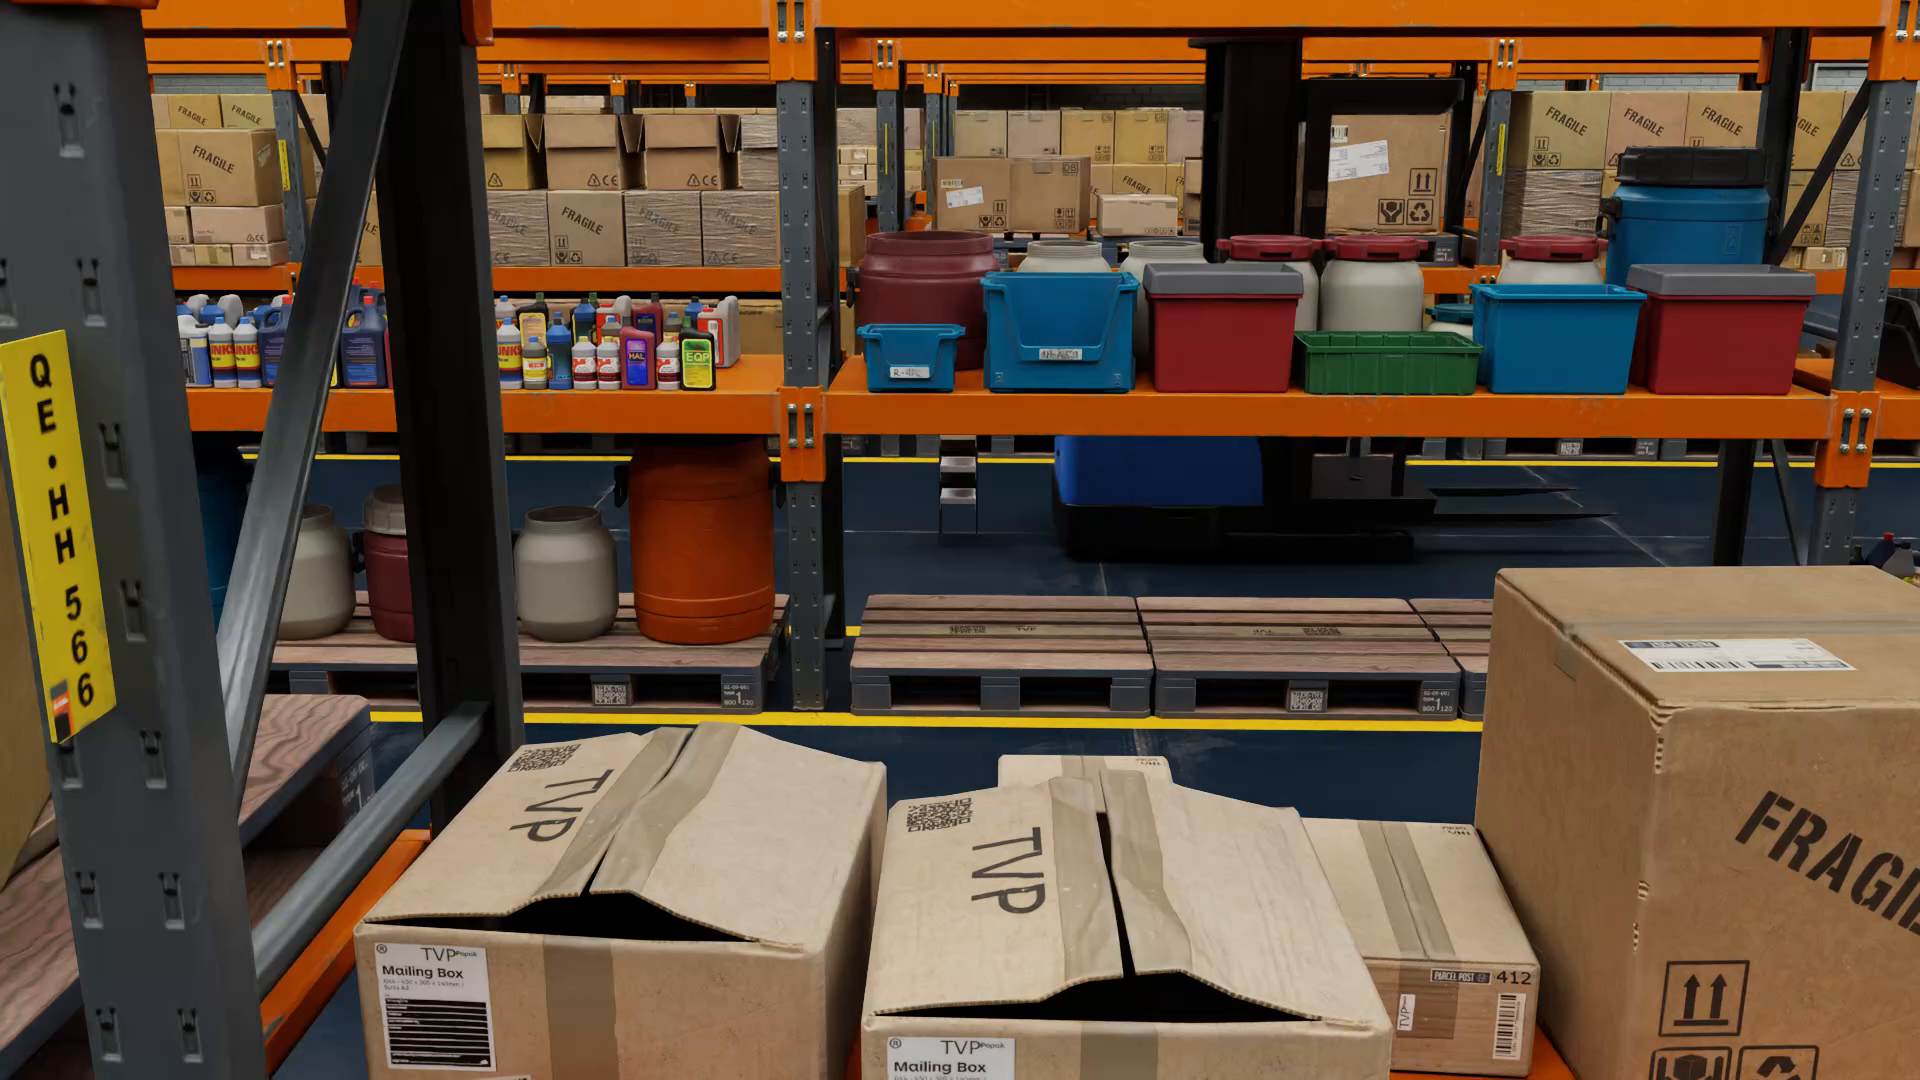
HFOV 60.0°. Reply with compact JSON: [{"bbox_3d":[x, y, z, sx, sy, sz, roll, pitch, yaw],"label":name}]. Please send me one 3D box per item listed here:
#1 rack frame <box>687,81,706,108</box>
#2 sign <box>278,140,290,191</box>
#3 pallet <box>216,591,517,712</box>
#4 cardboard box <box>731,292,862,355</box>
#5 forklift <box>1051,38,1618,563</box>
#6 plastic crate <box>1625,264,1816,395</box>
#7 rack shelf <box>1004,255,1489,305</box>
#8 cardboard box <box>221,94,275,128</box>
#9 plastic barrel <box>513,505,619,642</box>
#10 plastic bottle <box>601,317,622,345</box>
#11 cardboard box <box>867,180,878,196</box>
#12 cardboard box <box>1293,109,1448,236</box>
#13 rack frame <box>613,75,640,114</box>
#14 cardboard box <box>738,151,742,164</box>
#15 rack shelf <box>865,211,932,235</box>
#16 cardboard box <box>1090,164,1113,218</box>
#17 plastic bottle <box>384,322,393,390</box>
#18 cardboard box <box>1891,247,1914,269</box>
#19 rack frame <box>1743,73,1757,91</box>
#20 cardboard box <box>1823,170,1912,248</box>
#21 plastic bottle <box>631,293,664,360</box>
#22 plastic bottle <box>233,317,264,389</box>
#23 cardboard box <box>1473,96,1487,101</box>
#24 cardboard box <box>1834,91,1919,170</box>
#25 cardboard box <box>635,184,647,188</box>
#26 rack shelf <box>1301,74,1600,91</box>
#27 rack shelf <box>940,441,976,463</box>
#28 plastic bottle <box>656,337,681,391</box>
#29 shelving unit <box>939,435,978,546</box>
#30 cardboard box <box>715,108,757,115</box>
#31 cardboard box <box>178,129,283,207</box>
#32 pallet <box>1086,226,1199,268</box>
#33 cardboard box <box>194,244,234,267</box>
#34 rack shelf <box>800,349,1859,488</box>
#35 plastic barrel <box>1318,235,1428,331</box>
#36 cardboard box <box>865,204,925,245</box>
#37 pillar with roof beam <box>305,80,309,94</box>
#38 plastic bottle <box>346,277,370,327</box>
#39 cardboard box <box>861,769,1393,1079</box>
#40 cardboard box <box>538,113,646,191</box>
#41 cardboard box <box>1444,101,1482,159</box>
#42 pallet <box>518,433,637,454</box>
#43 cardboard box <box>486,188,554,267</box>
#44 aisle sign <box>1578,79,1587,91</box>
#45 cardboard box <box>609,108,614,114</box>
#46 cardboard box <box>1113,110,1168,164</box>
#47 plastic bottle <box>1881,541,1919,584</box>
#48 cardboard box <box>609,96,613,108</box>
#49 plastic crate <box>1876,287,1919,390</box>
[{"bbox_3d":[-4.095,-5.965,26.071,0.127,3.000,1.000,0,15,1],"label":"rack frame"},{"bbox_3d":[-4.484,-2.488,11.037,0.005,0.325,0.100,0,15,1],"label":"sign"},{"bbox_3d":[-2.605,0.462,7.175,1.213,0.211,1.003,0,15,1],"label":"pallet"},{"bbox_3d":[-1.162,-1.332,11.850,0.875,0.875,1.225,0,15,-1],"label":"cardboard box"},{"bbox_3d":[2.052,-1.430,9.013,3.031,2.935,1.130,0,15,0],"label":"forklift"},{"bbox_3d":[2.908,-0.813,6.417,0.583,0.464,0.402,0,15,1],"label":"plastic crate"},{"bbox_3d":[1.527,-1.785,11.637,4.000,0.370,1.077,0,15,1],"label":"rack shelf"},{"bbox_3d":[-6.776,-4.057,16.098,0.500,0.500,0.500,0,15,0],"label":"cardboard box"},{"bbox_3d":[-1.655,0.137,6.994,0.421,0.512,0.421,0,15,0],"label":"plastic barrel"},{"bbox_3d":[-1.470,-0.843,7.046,0.097,0.201,0.097,0,15,0],"label":"plastic bottle"},{"bbox_3d":[-0.750,-3.378,15.933,0.250,0.149,0.380,1,15,2],"label":"cardboard box"},{"bbox_3d":[2.736,-2.654,11.521,1.000,1.000,1.000,0,15,2],"label":"cardboard box"},{"bbox_3d":[-4.218,-4.700,21.273,0.127,3.000,1.000,0,15,1],"label":"rack frame"},{"bbox_3d":[-2.039,-3.675,15.892,0.250,0.149,0.380,1,15,4],"label":"cardboard box"},{"bbox_3d":[-2.244,-3.076,16.528,4.000,0.370,1.077,0,15,1],"label":"rack shelf"},{"bbox_3d":[1.210,-3.381,16.079,0.500,0.500,0.500,0,15,1],"label":"cardboard box"},{"bbox_3d":[-2.157,-0.728,6.448,0.133,0.283,0.061,0,15,1],"label":"plastic bottle"},{"bbox_3d":[6.235,-1.930,11.267,0.250,0.149,0.380,0,15,1],"label":"cardboard box"},{"bbox_3d":[7.753,-3.358,16.189,0.127,3.000,1.000,0,15,1],"label":"rack frame"},{"bbox_3d":[5.974,-2.284,11.337,0.500,0.500,0.875,0,15,1],"label":"cardboard box"},{"bbox_3d":[-1.351,-0.926,7.198,0.133,0.283,0.061,0,15,1],"label":"plastic bottle"},{"bbox_3d":[-2.775,-0.731,6.483,0.097,0.271,0.097,0,15,0],"label":"plastic bottle"},{"bbox_3d":[6.244,-5.227,20.533,0.500,0.500,0.700,0,15,1],"label":"cardboard box"},{"bbox_3d":[5.969,-2.716,11.015,0.500,0.500,0.500,0,15,1],"label":"cardboard box"},{"bbox_3d":[-2.479,-2.276,11.891,0.500,0.500,0.500,0,15,2],"label":"cardboard box"},{"bbox_3d":[5.779,-5.737,20.735,4.000,0.370,1.077,0,15,1],"label":"rack shelf"},{"bbox_3d":[-0.008,-0.490,9.211,0.200,0.077,0.258,0,15,1],"label":"rack shelf"},{"bbox_3d":[-1.129,-0.686,6.451,0.097,0.201,0.097,0,15,0],"label":"plastic bottle"},{"bbox_3d":[-0.008,-0.435,9.225,0.210,0.900,0.258,0,15,1],"label":"shelving unit"},{"bbox_3d":[-2.775,-5.155,20.843,0.500,0.500,0.500,0,15,0],"label":"cardboard box"},{"bbox_3d":[-4.938,-2.541,11.332,0.500,0.500,0.500,1,15,3],"label":"cardboard box"},{"bbox_3d":[1.507,-2.051,11.610,1.213,0.211,1.003,0,15,1],"label":"pallet"},{"bbox_3d":[-5.042,-1.971,11.423,0.250,0.149,0.380,1,15,3],"label":"cardboard box"},{"bbox_3d":[1.400,-0.522,6.850,4.000,0.370,1.077,0,15,1],"label":"rack shelf"},{"bbox_3d":[1.715,-0.990,6.945,0.433,0.535,0.433,0,15,0],"label":"plastic barrel"},{"bbox_3d":[-0.908,-3.875,21.489,0.875,0.875,0.875,0,15,1],"label":"cardboard box"},{"bbox_3d":[-10.876,-8.042,22.181,0.400,9.000,9.100,0,15,1],"label":"pillar with roof beam"},{"bbox_3d":[-2.569,-0.956,7.179,0.185,0.351,0.144,0,15,1],"label":"plastic bottle"},{"bbox_3d":[0.160,0.478,1.822,0.500,0.311,0.500,0,15,1],"label":"cardboard box"},{"bbox_3d":[-2.525,-2.696,11.517,0.637,0.503,0.797,1,15,3],"label":"cardboard box"},{"bbox_3d":[4.675,-3.994,16.188,0.550,0.550,0.875,0,15,1],"label":"cardboard box"},{"bbox_3d":[-2.475,-0.831,12.076,1.213,0.211,1.003,0,15,1],"label":"pallet"},{"bbox_3d":[-3.015,-2.147,11.404,0.500,0.500,0.500,0,15,0],"label":"cardboard box"},{"bbox_3d":[7.848,-5.957,20.943,0.004,0.787,0.394,0,15,1],"label":"aisle sign"},{"bbox_3d":[-4.688,-5.296,21.378,0.500,0.500,0.500,0,15,2],"label":"cardboard box"},{"bbox_3d":[1.733,-3.928,16.192,0.500,0.500,0.700,0,15,1],"label":"cardboard box"},{"bbox_3d":[4.047,0.178,7.114,0.185,0.351,0.144,0,15,1],"label":"plastic bottle"},{"bbox_3d":[-4.527,-5.613,21.308,0.250,0.149,0.380,0,15,1],"label":"cardboard box"},{"bbox_3d":[3.920,-0.791,6.581,0.504,0.338,0.767,0,15,1],"label":"plastic crate"}]
